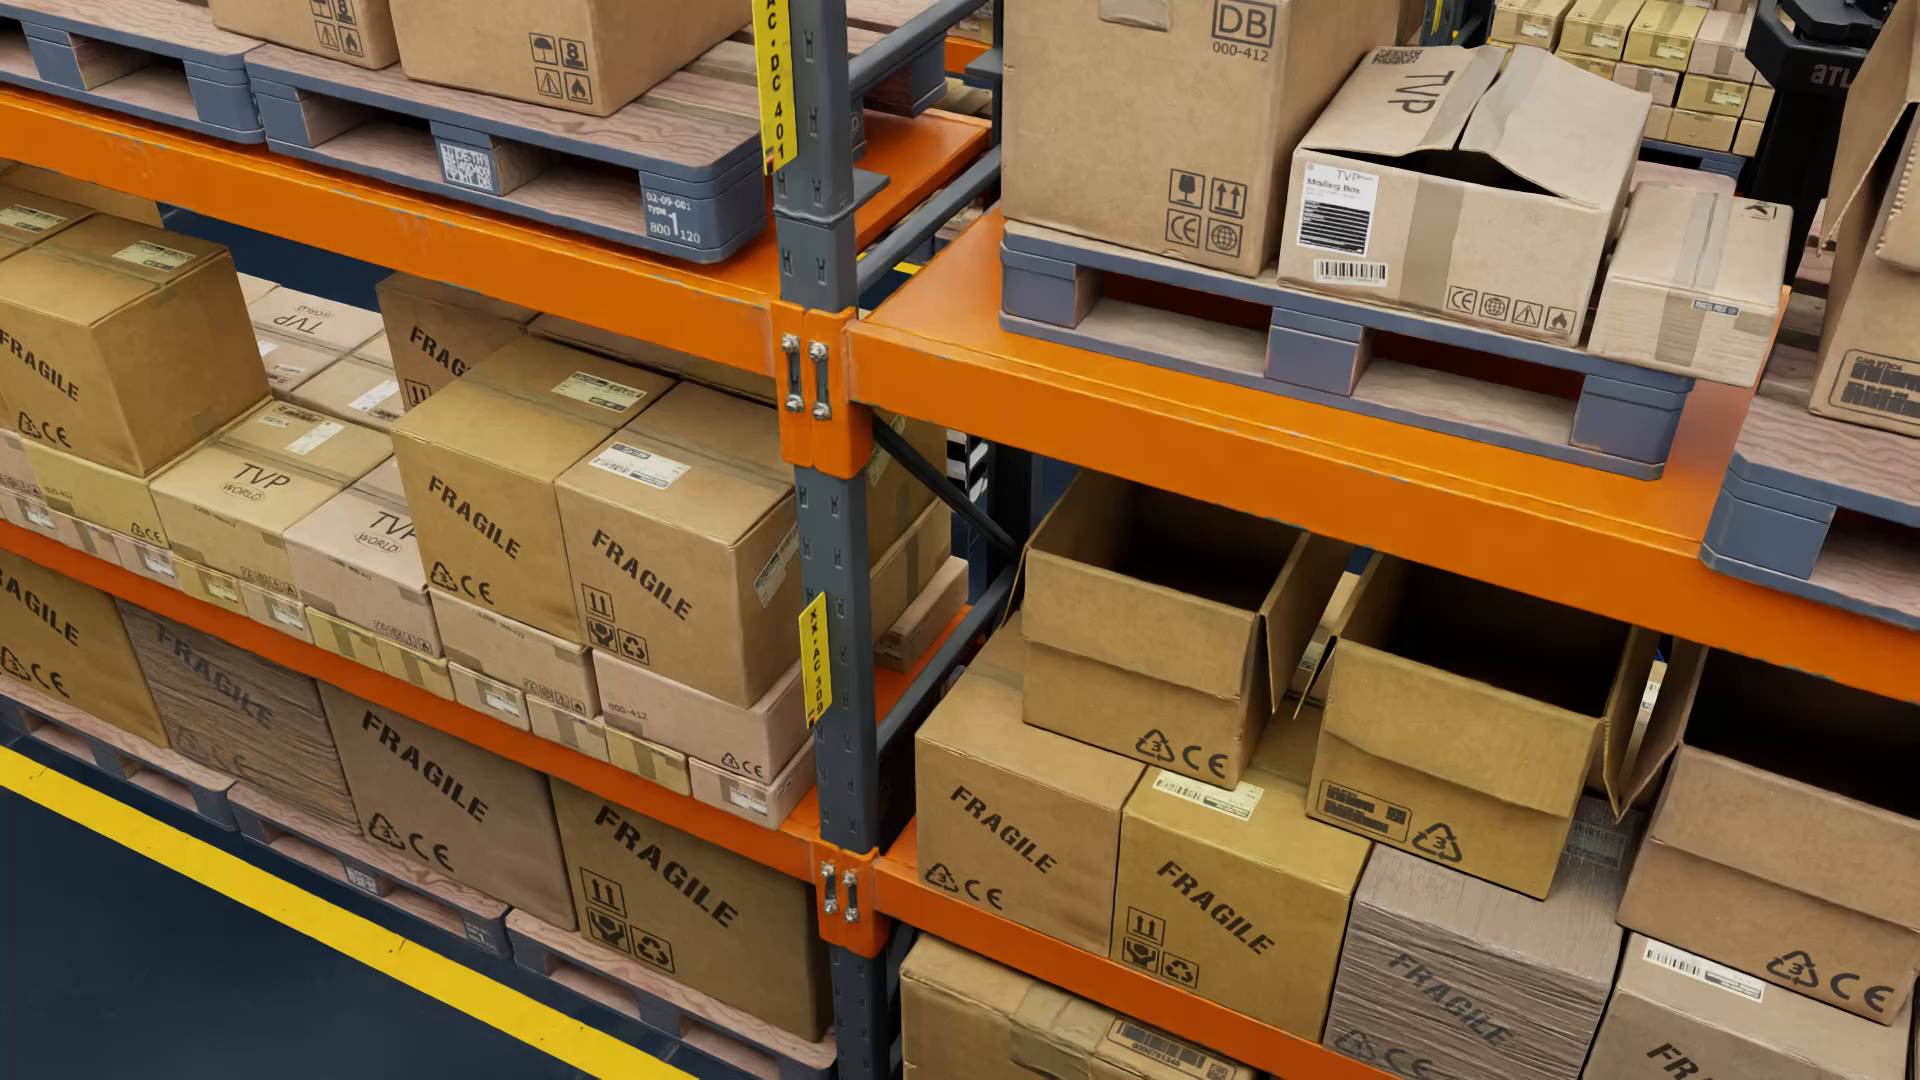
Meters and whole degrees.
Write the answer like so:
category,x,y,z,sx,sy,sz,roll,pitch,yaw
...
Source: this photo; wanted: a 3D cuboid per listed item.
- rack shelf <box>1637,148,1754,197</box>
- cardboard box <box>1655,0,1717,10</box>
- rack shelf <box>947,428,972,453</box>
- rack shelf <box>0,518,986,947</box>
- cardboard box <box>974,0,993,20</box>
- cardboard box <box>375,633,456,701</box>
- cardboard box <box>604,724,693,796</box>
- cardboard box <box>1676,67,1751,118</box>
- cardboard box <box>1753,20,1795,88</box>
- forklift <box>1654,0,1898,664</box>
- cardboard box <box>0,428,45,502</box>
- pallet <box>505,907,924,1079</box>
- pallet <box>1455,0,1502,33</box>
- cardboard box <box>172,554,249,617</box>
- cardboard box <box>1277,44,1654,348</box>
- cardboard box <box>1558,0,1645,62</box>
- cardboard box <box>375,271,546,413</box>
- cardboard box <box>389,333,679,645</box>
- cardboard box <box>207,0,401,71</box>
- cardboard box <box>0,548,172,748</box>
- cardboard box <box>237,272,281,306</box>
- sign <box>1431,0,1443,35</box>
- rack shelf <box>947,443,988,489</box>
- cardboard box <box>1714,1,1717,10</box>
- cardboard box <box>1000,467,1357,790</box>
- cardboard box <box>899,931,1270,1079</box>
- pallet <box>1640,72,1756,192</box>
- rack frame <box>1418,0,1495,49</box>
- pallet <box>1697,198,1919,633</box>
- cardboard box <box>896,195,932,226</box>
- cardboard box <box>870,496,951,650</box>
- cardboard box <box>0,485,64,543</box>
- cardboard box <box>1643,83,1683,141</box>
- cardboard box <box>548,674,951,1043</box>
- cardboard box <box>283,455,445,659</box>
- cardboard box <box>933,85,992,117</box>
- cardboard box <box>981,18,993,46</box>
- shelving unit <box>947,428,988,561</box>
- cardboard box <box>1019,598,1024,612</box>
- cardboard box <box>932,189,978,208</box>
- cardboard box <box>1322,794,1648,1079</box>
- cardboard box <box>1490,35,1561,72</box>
category,x,y,z,sx,sy,sz,roll,pitch,yaw
rack shelf,4.085,-1.449,7.273,4.000,0.370,1.077,17,41,21
cardboard box,3.223,-2.442,7.354,0.250,0.149,0.380,16,40,20
rack shelf,-0.007,-0.478,6.892,0.200,0.077,0.258,17,41,21
rack shelf,-1.837,0.074,5.267,4.000,0.370,1.077,17,41,21
cardboard box,0.401,-2.872,8.224,0.500,0.500,0.500,16,40,20
cardboard box,-1.397,0.249,4.649,0.250,0.149,0.380,18,41,22
cardboard box,-0.712,0.463,4.367,0.250,0.149,0.380,18,41,22
cardboard box,3.139,-1.906,6.894,0.250,0.149,0.380,16,40,20
cardboard box,3.373,-1.951,6.707,0.250,0.149,0.380,17,40,21
forklift,3.022,-0.299,5.220,3.031,2.935,1.130,16,40,20
cardboard box,-2.846,-0.408,5.185,0.500,0.250,0.500,17,40,21
pallet,-0.700,1.201,5.494,1.213,0.211,1.003,17,41,21
pallet,3.857,-4.120,12.503,1.213,0.211,1.003,17,41,21
cardboard box,-2.083,0.034,4.932,0.250,0.149,0.380,16,40,20
cardboard box,0.872,-0.630,2.844,0.500,0.311,0.500,16,40,20
cardboard box,2.698,-2.165,6.989,0.250,0.149,0.380,19,41,23
cardboard box,-1.267,-0.568,4.775,0.500,0.500,0.500,16,40,20
cardboard box,-1.035,-0.140,4.211,0.500,0.500,0.500,18,41,22
cardboard box,-1.259,-1.435,3.667,0.500,0.500,0.700,19,41,24
cardboard box,-3.008,0.045,6.119,0.875,0.875,0.875,17,41,21
cardboard box,-2.611,-0.694,5.561,0.500,0.250,0.500,17,40,21
sign,2.067,-2.343,7.139,0.005,0.325,0.100,17,41,21
rack shelf,-0.007,-0.334,7.001,0.200,0.077,0.258,17,41,21
cardboard box,5.084,-4.169,11.671,0.875,0.875,0.875,19,41,23
cardboard box,0.510,0.077,3.755,0.637,0.503,0.797,16,40,20
cardboard box,0.516,1.190,4.612,0.875,0.875,1.225,18,41,22
pallet,2.921,-1.924,7.463,1.213,0.211,1.003,17,41,21
rack frame,2.310,-2.291,7.788,0.127,3.000,1.000,17,41,21
pallet,1.900,-0.124,2.607,1.213,0.211,1.003,19,41,24
cardboard box,-0.254,-1.894,9.274,0.250,0.149,0.380,18,41,22
cardboard box,-0.358,0.014,4.629,0.500,0.250,0.500,17,40,21
cardboard box,-2.762,-0.179,5.213,0.250,0.149,0.380,17,40,21
cardboard box,2.917,-1.857,7.075,0.250,0.149,0.380,18,41,22
cardboard box,-0.610,0.796,5.130,0.875,0.875,0.875,17,41,21
cardboard box,-1.488,0.019,4.623,0.500,0.250,0.500,18,41,22
cardboard box,0.030,-2.451,9.516,0.250,0.149,0.380,16,40,20
cardboard box,0.303,-2.631,8.443,0.250,0.149,0.380,19,41,23
shelving unit,-0.007,-0.361,6.981,0.210,0.900,0.258,17,41,21
cardboard box,0.480,0.287,4.308,0.500,0.500,0.500,18,41,22
cardboard box,0.037,-1.991,9.156,0.250,0.149,0.380,15,40,19
cardboard box,1.123,0.845,3.574,0.500,0.500,0.500,16,40,20
cardboard box,2.448,-2.121,7.177,0.250,0.149,0.380,18,41,22
